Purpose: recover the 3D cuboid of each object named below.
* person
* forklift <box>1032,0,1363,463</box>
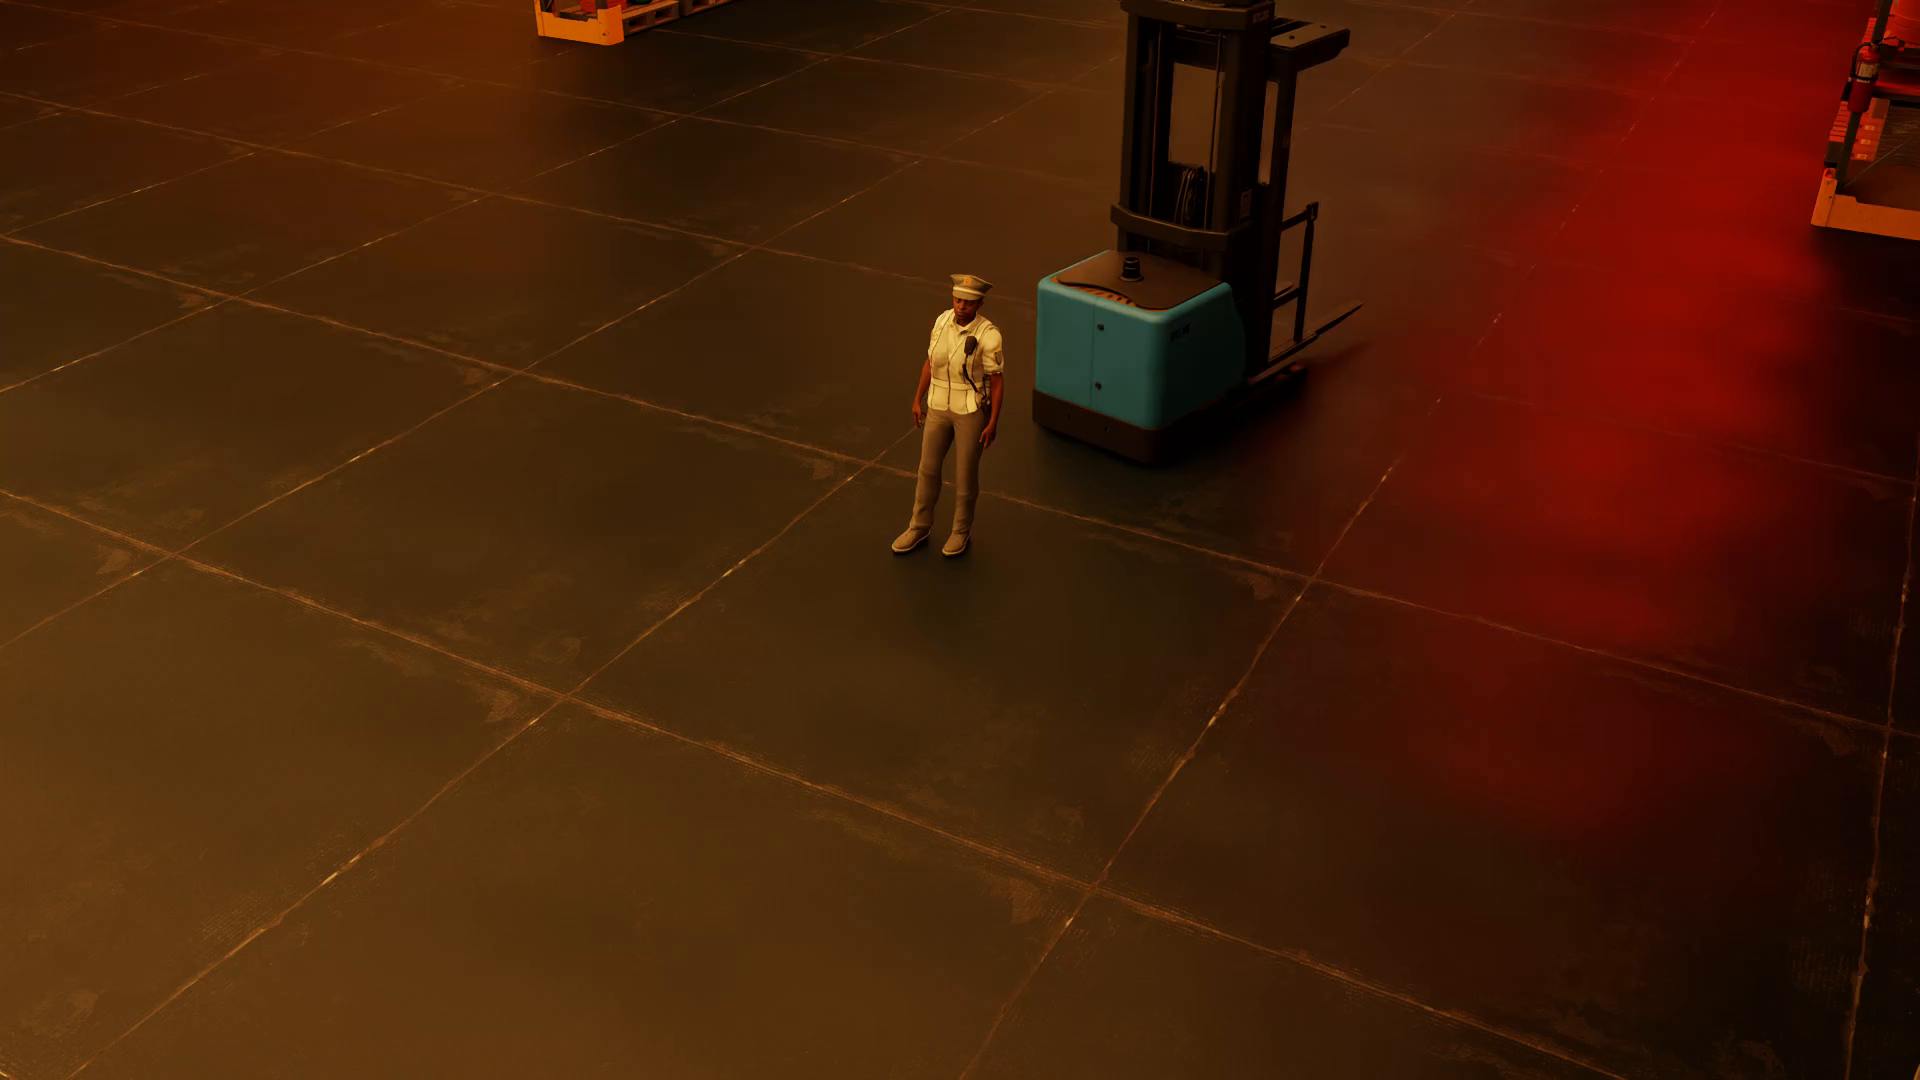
[{"bbox_3d":[-0.053,-0.712,9.526,0.570,1.697,0.528,15,33,25],"label":"person"},{"bbox_3d":[1.833,-2.425,11.273,1.130,2.935,3.031,23,37,35],"label":"forklift"}]
